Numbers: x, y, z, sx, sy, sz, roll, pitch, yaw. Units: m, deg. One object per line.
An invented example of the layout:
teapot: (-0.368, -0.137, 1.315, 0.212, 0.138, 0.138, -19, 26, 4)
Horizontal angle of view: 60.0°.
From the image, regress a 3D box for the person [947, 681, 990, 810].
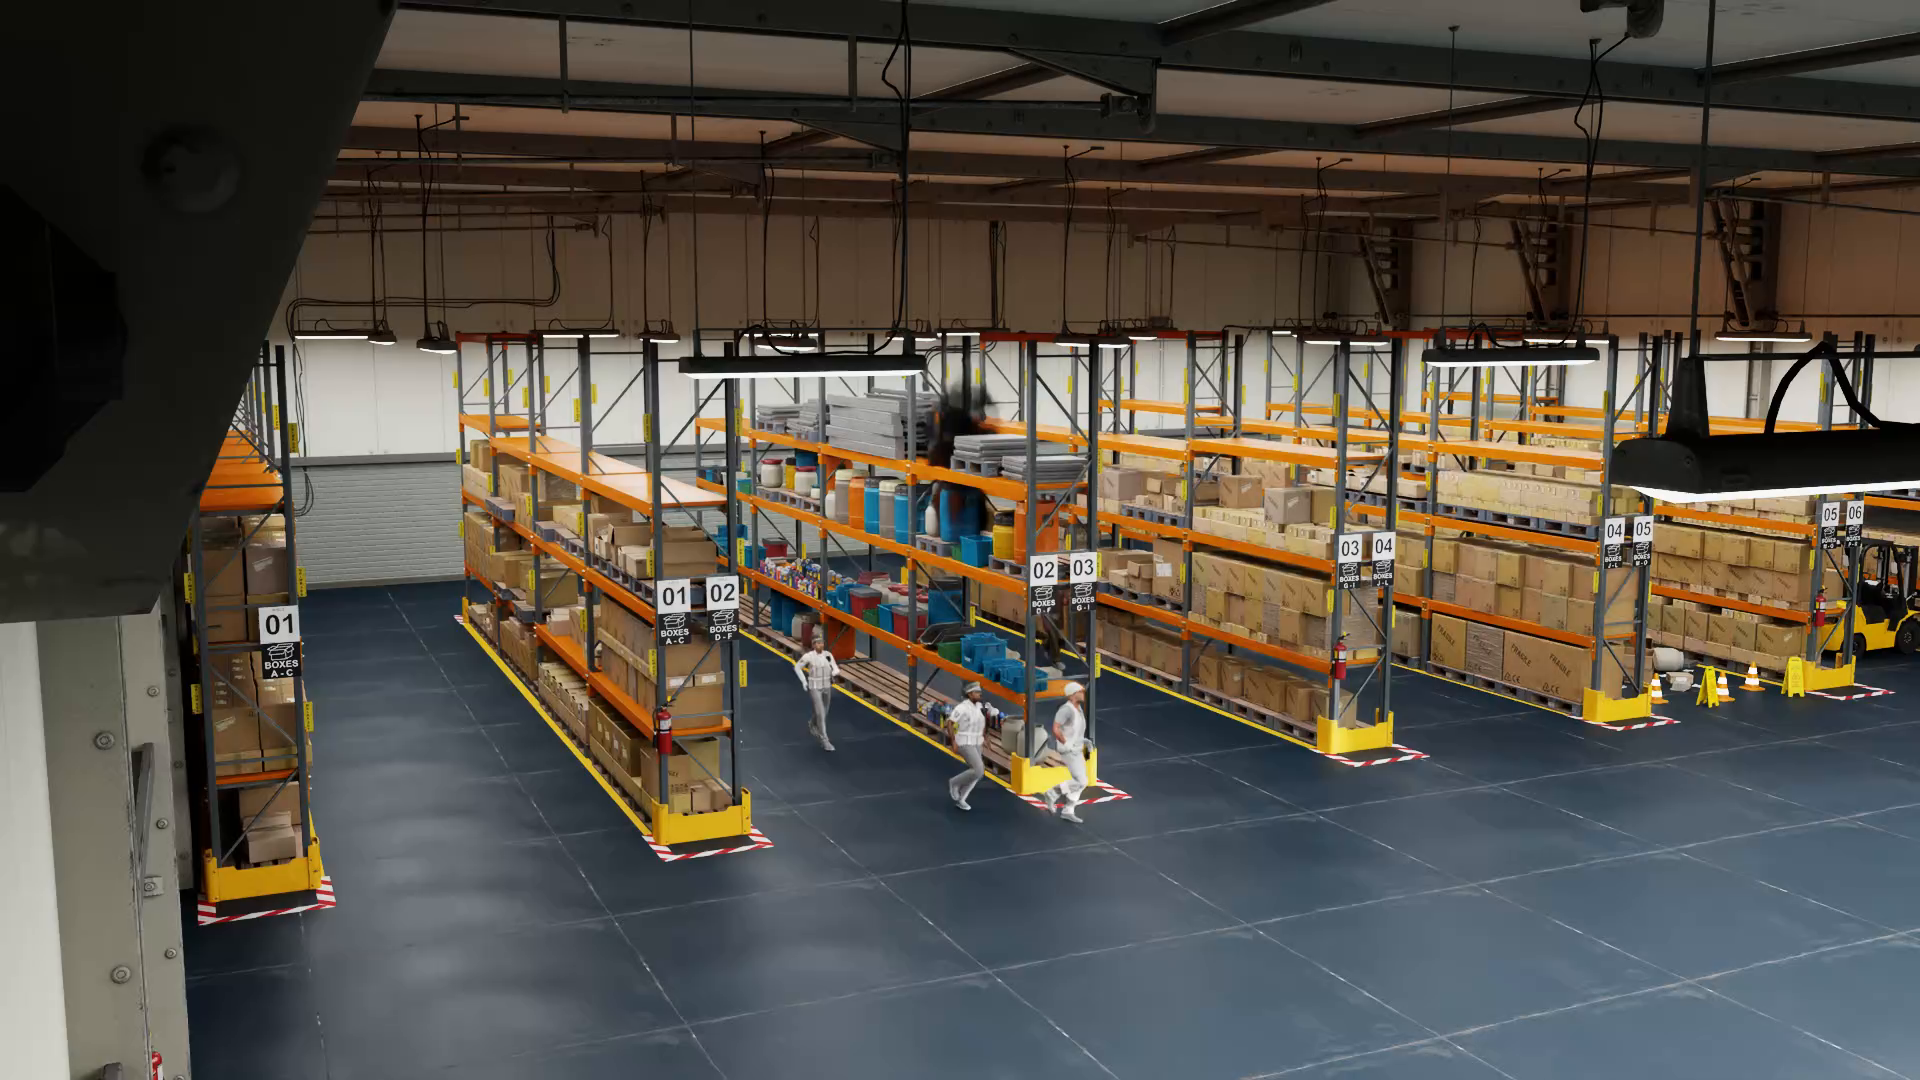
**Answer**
person: (0.183, 2.641, 21.489, 0.495, 1.623, 0.612, 6, 10, 38)

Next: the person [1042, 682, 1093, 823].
person: (1.380, 2.665, 21.033, 0.570, 1.750, 0.678, 2, 8, 18)

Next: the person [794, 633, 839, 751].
person: (-2.065, 2.187, 24.466, 0.616, 1.676, 0.909, -5, 9, -32)

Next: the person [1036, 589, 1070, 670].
person: (1.668, 1.390, 29.951, 0.704, 1.761, 1.036, -3, 8, -24)
